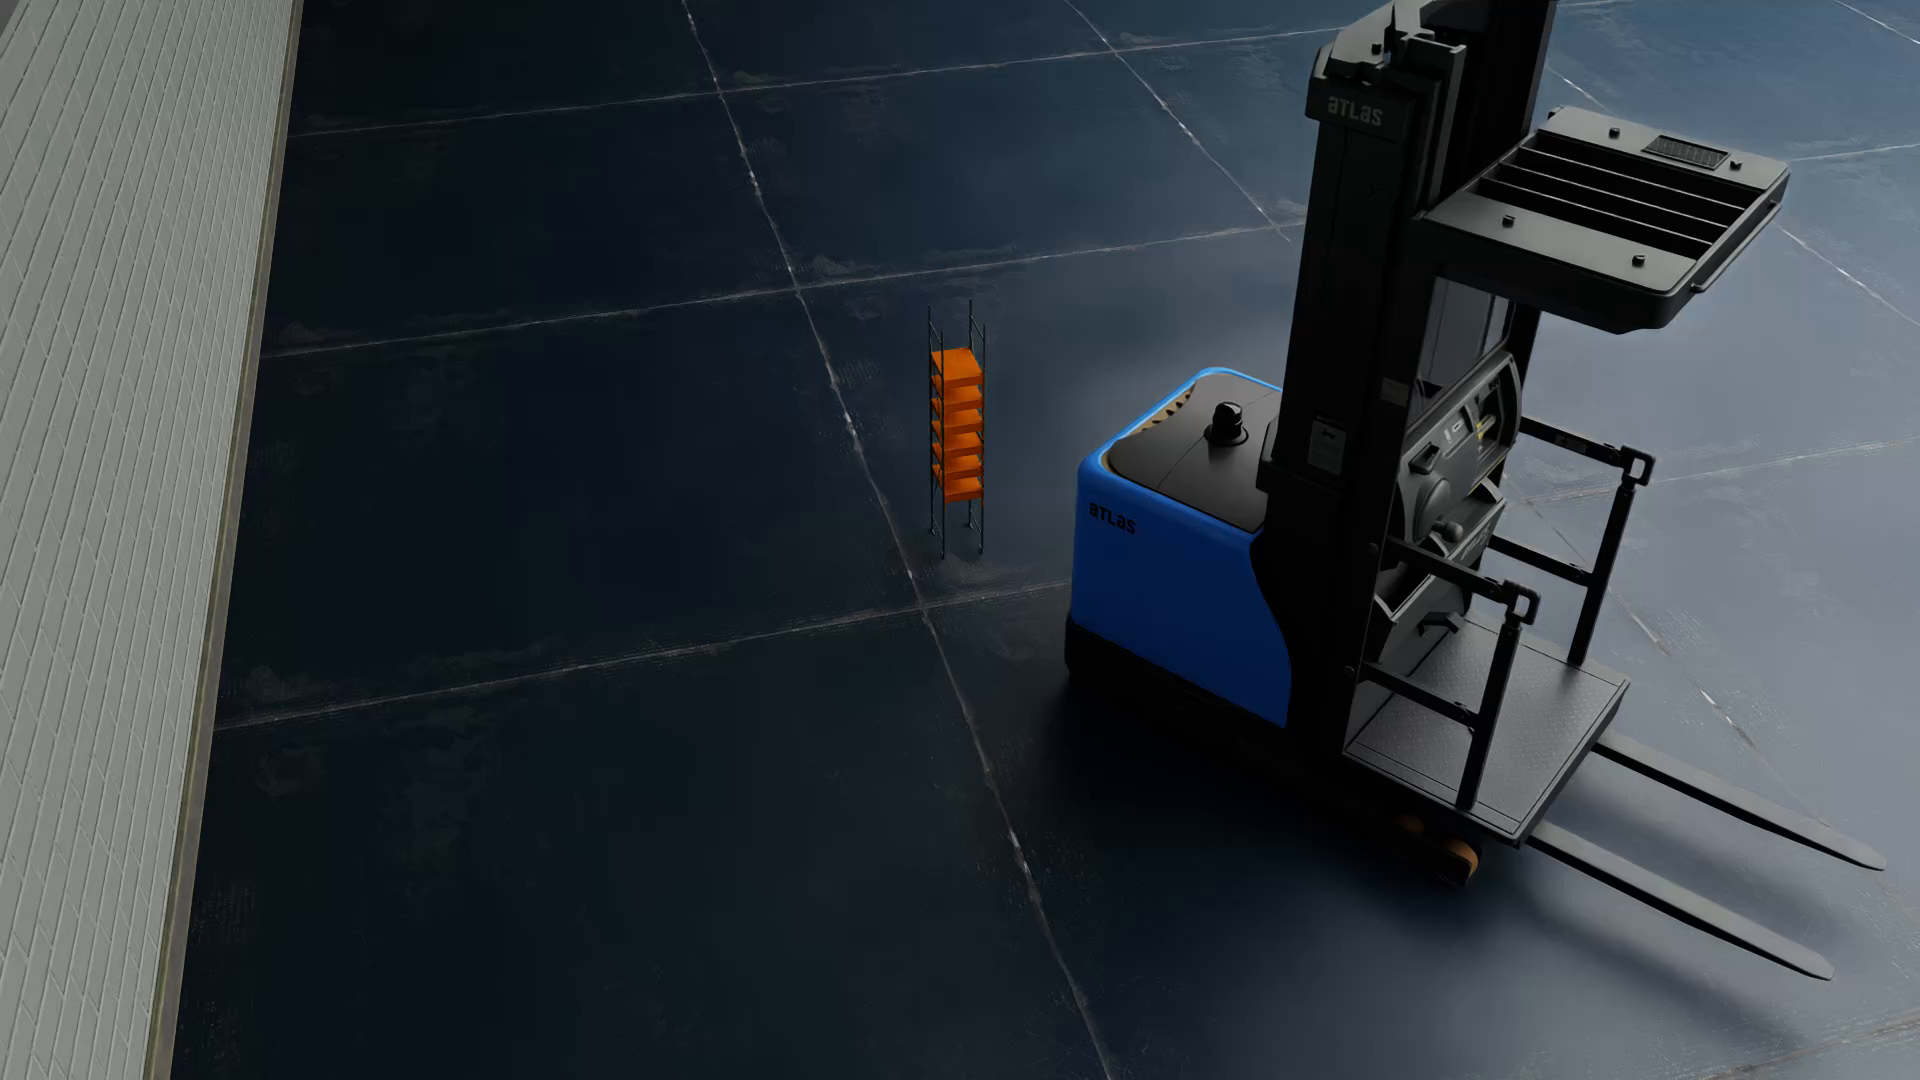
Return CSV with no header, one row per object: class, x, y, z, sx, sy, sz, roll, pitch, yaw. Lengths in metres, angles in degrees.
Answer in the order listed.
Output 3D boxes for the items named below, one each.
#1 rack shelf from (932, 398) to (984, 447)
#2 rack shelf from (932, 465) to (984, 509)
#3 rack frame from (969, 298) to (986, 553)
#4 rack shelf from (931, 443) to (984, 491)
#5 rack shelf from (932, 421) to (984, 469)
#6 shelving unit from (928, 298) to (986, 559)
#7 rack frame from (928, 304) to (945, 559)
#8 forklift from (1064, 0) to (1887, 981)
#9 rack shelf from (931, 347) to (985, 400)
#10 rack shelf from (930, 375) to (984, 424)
rack shelf,-0.014,-0.534,7.337,0.180,0.103,0.258,-9,38,-12
rack shelf,-0.014,-0.248,7.555,0.180,0.103,0.258,-9,38,-12
rack frame,0.074,-0.489,7.401,0.006,1.200,0.240,-9,38,-12
rack shelf,-0.014,-0.344,7.482,0.180,0.103,0.258,-9,38,-12
rack shelf,-0.014,-0.439,7.409,0.180,0.103,0.258,-9,38,-12
shelving unit,-0.014,-0.474,7.382,0.189,1.200,0.258,-9,38,-12
rack frame,-0.102,-0.460,7.364,0.006,1.200,0.240,-9,38,-12
forklift,1.902,-0.270,5.690,3.031,2.935,1.130,26,45,30
rack shelf,-0.014,-0.725,7.191,0.180,0.103,0.258,-9,38,-12
rack shelf,-0.014,-0.630,7.264,0.180,0.103,0.258,-9,38,-12
